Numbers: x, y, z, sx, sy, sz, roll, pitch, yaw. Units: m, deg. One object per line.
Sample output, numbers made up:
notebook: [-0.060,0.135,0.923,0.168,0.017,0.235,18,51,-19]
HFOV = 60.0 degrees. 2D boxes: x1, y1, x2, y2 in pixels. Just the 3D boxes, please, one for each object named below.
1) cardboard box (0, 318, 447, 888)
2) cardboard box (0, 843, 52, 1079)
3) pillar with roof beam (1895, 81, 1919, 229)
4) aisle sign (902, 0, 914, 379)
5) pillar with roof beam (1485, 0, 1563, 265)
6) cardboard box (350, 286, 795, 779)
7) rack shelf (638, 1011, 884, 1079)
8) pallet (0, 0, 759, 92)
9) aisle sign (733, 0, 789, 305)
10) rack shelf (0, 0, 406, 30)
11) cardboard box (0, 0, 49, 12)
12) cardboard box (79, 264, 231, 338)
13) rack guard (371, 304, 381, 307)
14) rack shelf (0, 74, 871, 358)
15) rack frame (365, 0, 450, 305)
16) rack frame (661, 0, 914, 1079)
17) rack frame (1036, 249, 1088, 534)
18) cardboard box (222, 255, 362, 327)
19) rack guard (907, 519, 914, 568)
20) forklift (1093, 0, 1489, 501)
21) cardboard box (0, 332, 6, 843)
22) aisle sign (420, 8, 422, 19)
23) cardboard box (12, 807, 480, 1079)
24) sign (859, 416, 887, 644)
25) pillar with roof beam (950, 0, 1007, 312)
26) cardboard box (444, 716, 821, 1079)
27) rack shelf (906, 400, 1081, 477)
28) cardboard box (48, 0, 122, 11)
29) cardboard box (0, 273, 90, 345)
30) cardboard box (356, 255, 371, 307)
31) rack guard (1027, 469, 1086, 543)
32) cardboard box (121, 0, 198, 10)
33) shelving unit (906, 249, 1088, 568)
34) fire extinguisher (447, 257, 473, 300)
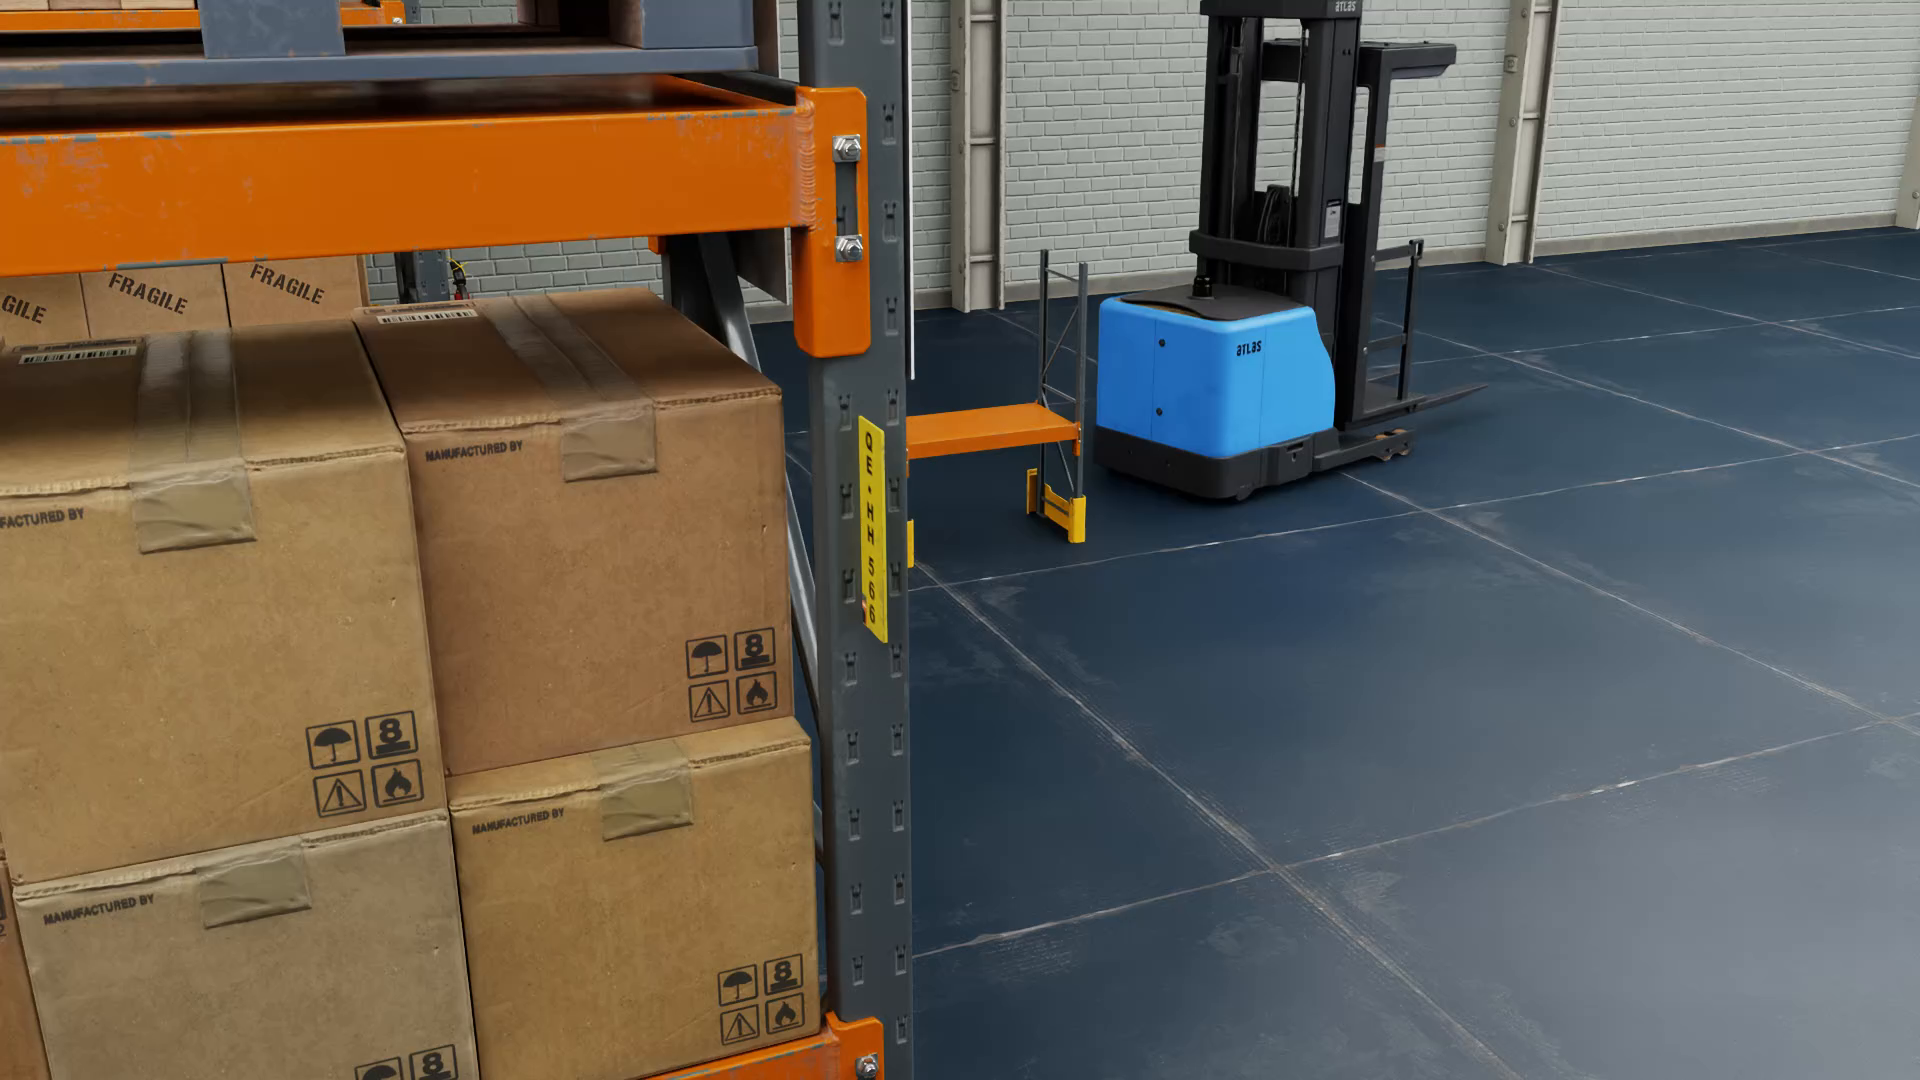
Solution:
cardboard box: [-1.156,0.033,2.559,0.550,0.550,0.875,-8,21,-22]
cardboard box: [-1.714,0.582,2.626,0.550,0.550,0.875,-8,21,-22]
pillar with roof beam: [12.882,-6.601,14.221,0.400,9.000,9.100,-8,21,-22]
aisle sign: [-0.147,-0.668,2.489,0.004,0.787,0.394,-8,21,-22]
pillar with roof beam: [7.373,-5.812,11.980,0.400,9.000,9.100,-8,21,-22]
cardboard box: [-0.687,-0.067,2.844,0.550,0.550,0.875,-8,21,-22]
rack shelf: [-2.168,1.078,2.526,4.000,0.370,1.077,-8,21,-22]
pallet: [-1.008,-0.796,2.384,1.213,0.211,1.003,-8,21,-22]
aisle sign: [-0.385,-0.851,3.008,0.004,0.787,0.394,-8,21,-22]
rack shelf: [-4.221,-1.833,6.277,4.000,0.370,1.077,-8,21,-22]
cardboard box: [-3.544,-2.057,6.209,0.250,0.149,0.380,-8,21,-22]
cardboard box: [-3.236,-0.988,6.713,0.500,0.500,0.500,-8,21,-22]
rack guard: [-4.332,-1.358,12.125,0.348,0.500,1.175,-8,21,-22]
rack shelf: [-2.168,-0.336,2.028,4.000,0.370,1.077,-8,21,-22]
rack frame: [-2.385,-1.020,7.403,0.127,3.000,1.000,-8,21,-22]
rack frame: [-0.330,0.477,3.151,0.053,2.616,0.949,-8,21,-22]
rack frame: [0.545,-0.786,8.995,0.032,1.500,0.500,-8,21,-22]
cardboard box: [-2.774,-1.052,6.896,0.500,0.500,0.500,-9,21,-23]
rack guard: [-0.387,-0.062,8.823,0.087,0.250,0.587,-8,21,-22]
forklift: [2.257,-1.995,10.273,3.031,2.935,1.130,-16,25,-38]
cardboard box: [-1.724,0.066,2.467,0.550,0.550,0.875,-8,21,-22]
aisle sign: [-2.213,-2.166,6.743,0.004,0.787,0.394,-8,21,-22]
cardboard box: [-1.150,0.547,2.726,0.550,0.550,0.875,-8,21,-22]
sign: [-0.129,-0.015,2.447,0.005,0.325,0.100,-8,21,-22]
pillar with roof beam: [1.864,-5.023,9.738,0.400,9.000,9.100,-8,21,-22]
cardboard box: [-0.654,0.468,2.951,0.550,0.550,0.875,-8,21,-22]
rack shelf: [0.078,-0.549,8.865,1.000,0.185,0.538,-8,21,-22]
cardboard box: [-3.334,-2.104,6.343,0.250,0.149,0.380,-8,21,-21]
cardboard box: [-3.696,-0.923,6.529,0.500,0.500,0.500,-8,21,-22]
cardboard box: [-2.930,-1.230,7.400,0.500,0.500,0.500,-8,21,-23]
rack guard: [0.527,-0.193,9.195,0.087,0.250,0.587,-8,21,-22]
cardboard box: [-3.075,-2.117,6.380,0.250,0.149,0.380,-7,21,-20]
shelving unit: [0.070,-0.717,8.801,1.083,1.500,0.587,-8,21,-22]
fire extinguisher: [-2.097,-0.858,7.060,0.183,0.674,0.296,-8,21,-22]
